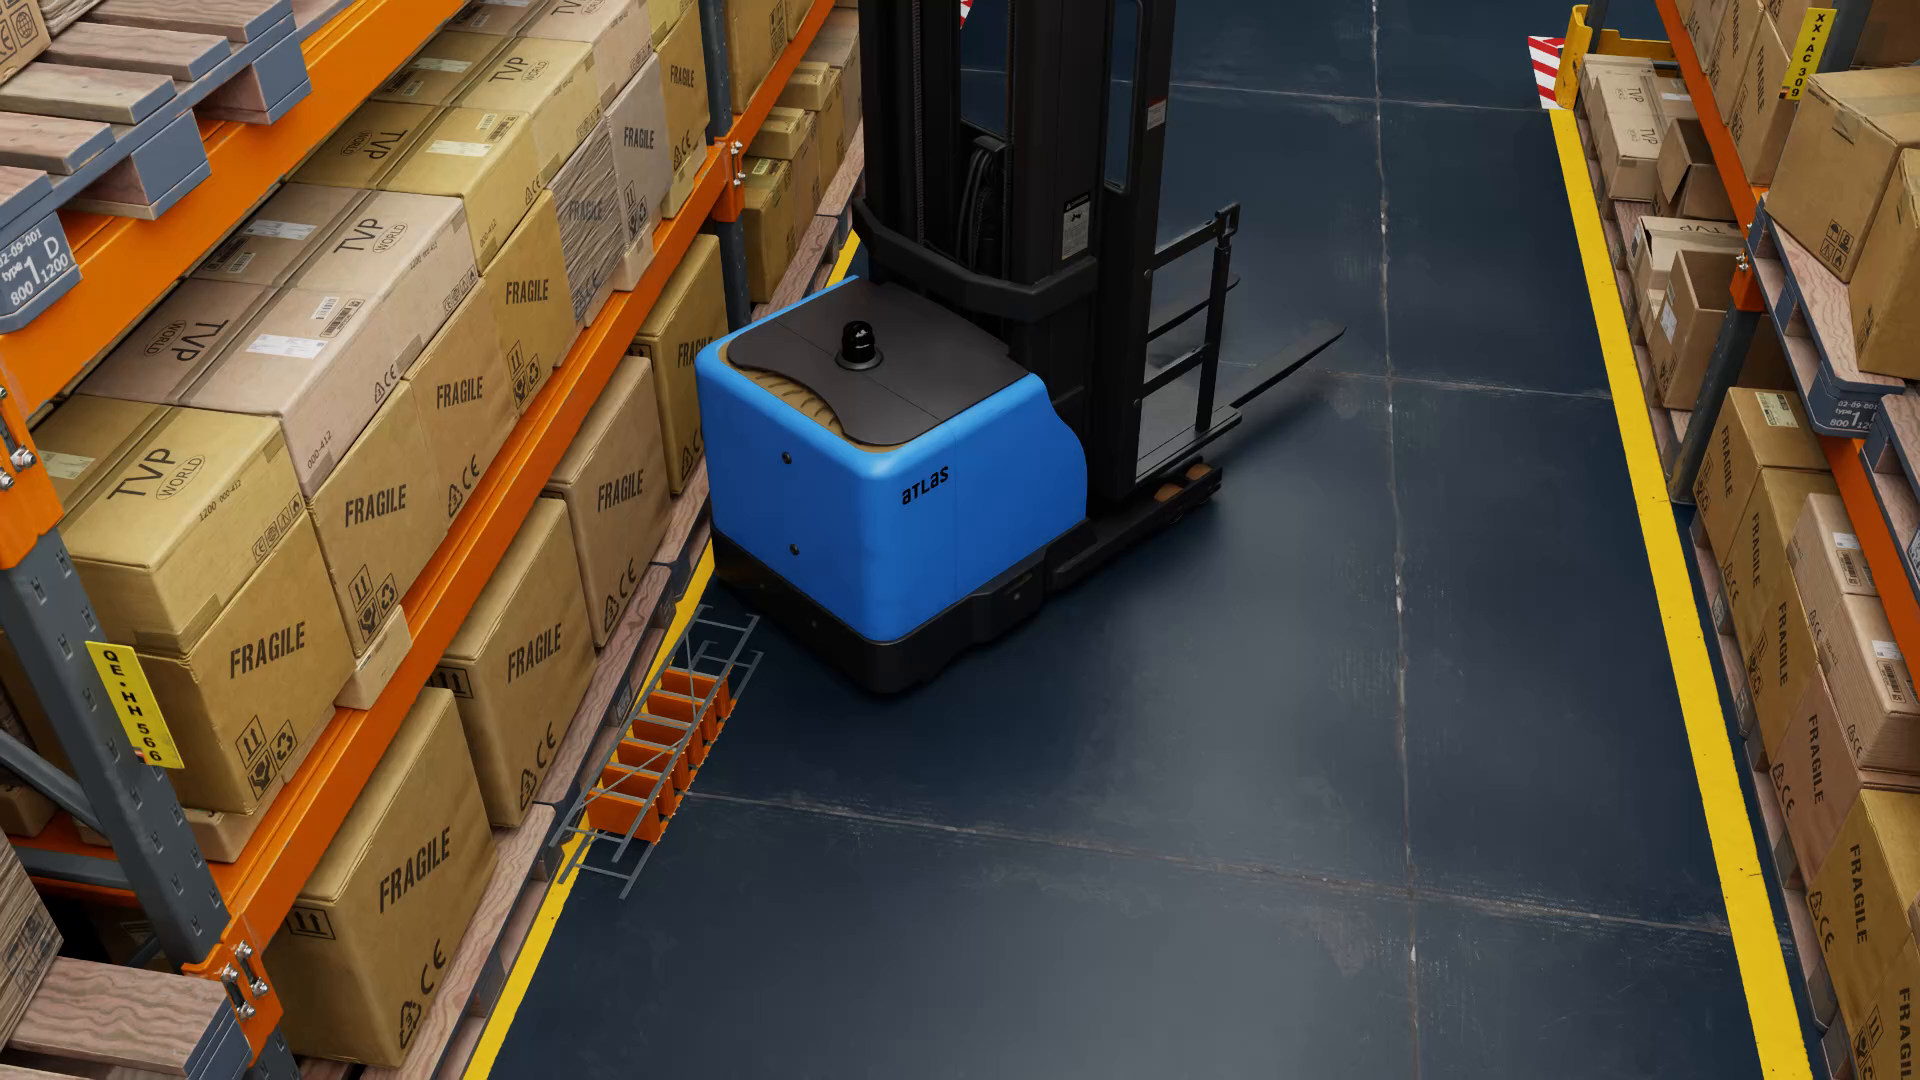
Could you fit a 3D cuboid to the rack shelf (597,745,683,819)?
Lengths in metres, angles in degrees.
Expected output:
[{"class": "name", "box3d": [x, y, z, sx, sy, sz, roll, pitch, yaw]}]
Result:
[{"class": "rack shelf", "box3d": [-1.077, 0.816, 5.611, 0.258, 0.180, 0.103, 11, 41, 13]}]

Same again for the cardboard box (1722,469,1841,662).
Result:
[{"class": "cardboard box", "box3d": [3.060, 0.120, 5.868, 0.500, 0.500, 0.500, 7, 40, 8]}]

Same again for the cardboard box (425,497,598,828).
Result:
[{"class": "cardboard box", "box3d": [-1.693, 0.350, 5.330, 0.750, 0.750, 0.750, 6, 40, 7]}]

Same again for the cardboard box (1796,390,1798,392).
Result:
[{"class": "cardboard box", "box3d": [3.750, -0.660, 6.959, 0.500, 0.311, 0.500, 6, 40, 8]}]

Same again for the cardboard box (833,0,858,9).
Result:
[{"class": "cardboard box", "box3d": [-0.632, -3.078, 9.242, 0.380, 0.149, 0.250, 7, 40, 9]}]

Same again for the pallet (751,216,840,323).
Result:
[{"class": "pallet", "box3d": [-1.206, -1.225, 8.066, 1.003, 0.211, 1.213, 6, 40, 8]}]

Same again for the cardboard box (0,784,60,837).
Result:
[{"class": "cardboard box", "box3d": [-2.303, 0.536, 3.929, 0.380, 0.149, 0.250, 7, 40, 8]}]

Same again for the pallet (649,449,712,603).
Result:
[{"class": "pallet", "box3d": [-1.474, -0.264, 6.903, 1.003, 0.211, 1.213, 6, 40, 8]}]

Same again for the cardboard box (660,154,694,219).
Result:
[{"class": "cardboard box", "box3d": [-1.215, -1.337, 6.195, 0.380, 0.149, 0.250, 7, 40, 8]}]

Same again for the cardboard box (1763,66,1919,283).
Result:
[{"class": "cardboard box", "box3d": [3.162, -1.215, 5.457, 0.700, 0.500, 0.500, -6, 40, -7]}]

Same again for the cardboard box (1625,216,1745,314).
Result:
[{"class": "cardboard box", "box3d": [3.414, -1.280, 7.709, 0.500, 0.311, 0.500, 6, 40, 8]}]

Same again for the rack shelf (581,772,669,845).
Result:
[{"class": "rack shelf", "box3d": [-1.111, 0.890, 5.522, 0.258, 0.180, 0.103, 11, 41, 13]}]

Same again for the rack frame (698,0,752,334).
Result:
[{"class": "rack frame", "box3d": [-1.415, -1.831, 6.610, 1.000, 3.000, 0.127, 6, 40, 8]}]

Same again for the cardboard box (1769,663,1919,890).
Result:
[{"class": "cardboard box", "box3d": [2.878, 0.750, 5.106, 0.500, 0.500, 0.500, 5, 40, 6]}]

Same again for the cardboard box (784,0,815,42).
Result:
[{"class": "cardboard box", "box3d": [-1.173, -2.743, 7.478, 0.980, 0.700, 0.700, 5, 40, 7]}]

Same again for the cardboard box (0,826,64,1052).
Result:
[{"class": "cardboard box", "box3d": [-2.179, 0.768, 3.044, 0.700, 0.500, 0.500, 2, 40, 2]}]

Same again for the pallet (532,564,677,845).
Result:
[{"class": "pallet", "box3d": [-1.683, 0.504, 5.974, 1.003, 0.211, 1.213, 6, 40, 8]}]

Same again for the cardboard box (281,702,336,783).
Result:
[{"class": "cardboard box", "box3d": [-1.770, 0.430, 4.057, 0.380, 0.149, 0.250, 7, 40, 8]}]

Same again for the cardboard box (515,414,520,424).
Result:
[{"class": "cardboard box", "box3d": [-1.567, -0.376, 5.033, 0.380, 0.149, 0.250, 7, 40, 8]}]

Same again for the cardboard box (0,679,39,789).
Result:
[{"class": "cardboard box", "box3d": [-2.285, 0.193, 3.835, 0.500, 0.500, 0.500, 7, 40, 8]}]

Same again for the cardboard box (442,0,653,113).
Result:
[{"class": "cardboard box", "box3d": [-1.342, -1.640, 5.463, 0.500, 0.250, 0.500, 7, 40, 9]}]

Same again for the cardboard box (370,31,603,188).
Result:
[{"class": "cardboard box", "box3d": [-1.430, -1.319, 5.076, 0.500, 0.250, 0.500, 7, 40, 9]}]

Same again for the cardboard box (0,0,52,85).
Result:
[{"class": "cardboard box", "box3d": [-2.081, -0.990, 2.815, 0.700, 0.500, 0.500, 3, 40, 4]}]

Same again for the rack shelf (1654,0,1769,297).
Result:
[{"class": "rack shelf", "box3d": [3.811, -2.265, 7.700, 1.077, 0.370, 4.000, 6, 40, 8]}]

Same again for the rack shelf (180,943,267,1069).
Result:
[{"class": "rack shelf", "box3d": [-2.453, 2.212, 2.285, 1.077, 0.370, 4.000, 6, 40, 8]}]

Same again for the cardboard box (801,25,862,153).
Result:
[{"class": "cardboard box", "box3d": [-0.918, -2.460, 9.003, 0.700, 0.500, 0.500, 5, 40, 6]}]

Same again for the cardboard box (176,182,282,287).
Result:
[{"class": "cardboard box", "box3d": [-2.099, -0.730, 4.363, 0.500, 0.250, 0.500, 5, 40, 7]}]

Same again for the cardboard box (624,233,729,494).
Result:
[{"class": "cardboard box", "box3d": [-1.399, -0.742, 6.651, 0.750, 0.750, 0.750, 7, 40, 8]}]

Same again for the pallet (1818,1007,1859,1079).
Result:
[{"class": "pallet", "box3d": [2.939, 1.834, 4.366, 1.003, 0.211, 1.213, 6, 40, 8]}]

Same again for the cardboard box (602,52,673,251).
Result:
[{"class": "cardboard box", "box3d": [-1.325, -1.353, 5.705, 0.500, 0.500, 0.500, 7, 40, 8]}]

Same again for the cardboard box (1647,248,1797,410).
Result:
[{"class": "cardboard box", "box3d": [3.284, -0.882, 7.079, 0.500, 0.500, 0.500, 6, 40, 8]}]

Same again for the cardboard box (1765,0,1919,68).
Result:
[{"class": "cardboard box", "box3d": [3.297, -2.057, 6.020, 0.500, 0.500, 0.500, 7, 40, 8]}]

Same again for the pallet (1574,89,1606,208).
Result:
[{"class": "pallet", "box3d": [4.007, -2.174, 9.214, 1.003, 0.211, 1.213, 6, 40, 8]}]

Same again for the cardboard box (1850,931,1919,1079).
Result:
[{"class": "cardboard box", "box3d": [2.703, 1.404, 4.314, 0.500, 0.500, 0.500, 8, 40, 9]}]

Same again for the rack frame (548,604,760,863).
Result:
[{"class": "rack frame", "box3d": [-1.021, 0.626, 5.697, 0.240, 0.006, 1.200, 11, 41, 13]}]

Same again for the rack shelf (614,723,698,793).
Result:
[{"class": "rack shelf", "box3d": [-1.043, 0.743, 5.699, 0.258, 0.180, 0.103, 11, 41, 13]}]

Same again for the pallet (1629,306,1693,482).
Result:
[{"class": "pallet", "box3d": [3.584, -0.643, 7.362, 1.003, 0.211, 1.213, 6, 40, 8]}]

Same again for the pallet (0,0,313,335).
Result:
[{"class": "pallet", "box3d": [-2.048, -0.814, 3.174, 1.213, 0.211, 1.003, 8, 40, 10]}]

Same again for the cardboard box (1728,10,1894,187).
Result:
[{"class": "cardboard box", "box3d": [3.298, -1.667, 6.334, 0.500, 0.500, 0.500, 7, 40, 8]}]

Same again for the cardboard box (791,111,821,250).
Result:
[{"class": "cardboard box", "box3d": [-1.094, -1.802, 8.208, 0.700, 0.500, 0.500, 6, 40, 7]}]

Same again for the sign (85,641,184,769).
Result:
[{"class": "sign", "box3d": [-1.571, 0.318, 3.165, 0.100, 0.325, 0.005, 6, 40, 8]}]

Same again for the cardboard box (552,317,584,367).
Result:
[{"class": "cardboard box", "box3d": [-1.458, -0.706, 5.431, 0.380, 0.149, 0.250, 5, 40, 6]}]

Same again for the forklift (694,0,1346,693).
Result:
[{"class": "forklift", "box3d": [0.447, -1.408, 6.153, 3.031, 2.935, 1.130, -32, 49, -33]}]

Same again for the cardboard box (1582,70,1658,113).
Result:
[{"class": "cardboard box", "box3d": [3.703, -2.493, 9.290, 0.380, 0.166, 0.250, 6, 40, 8]}]

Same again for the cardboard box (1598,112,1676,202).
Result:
[{"class": "cardboard box", "box3d": [3.610, -1.970, 8.591, 0.500, 0.250, 0.500, 6, 40, 8]}]

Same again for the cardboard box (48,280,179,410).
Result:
[{"class": "cardboard box", "box3d": [-2.191, -0.408, 3.974, 0.500, 0.250, 0.500, 5, 40, 6]}]

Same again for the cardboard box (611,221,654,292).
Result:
[{"class": "cardboard box", "box3d": [-1.292, -1.007, 5.796, 0.380, 0.149, 0.250, 6, 40, 8]}]

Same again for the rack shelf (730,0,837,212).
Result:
[{"class": "rack shelf", "box3d": [-1.069, -2.809, 8.358, 1.077, 0.370, 4.000, 6, 40, 8]}]

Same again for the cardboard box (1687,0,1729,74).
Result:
[{"class": "cardboard box", "box3d": [3.473, -2.314, 7.116, 0.500, 0.500, 0.500, 7, 40, 9]}]

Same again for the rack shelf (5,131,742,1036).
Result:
[{"class": "rack shelf", "box3d": [-1.761, -0.298, 5.321, 1.077, 0.370, 4.000, 6, 40, 8]}]

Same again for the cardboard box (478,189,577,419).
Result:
[{"class": "cardboard box", "box3d": [-1.502, -0.725, 4.945, 0.500, 0.500, 0.500, 7, 40, 9]}]

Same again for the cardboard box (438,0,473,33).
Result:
[{"class": "cardboard box", "box3d": [-1.835, -1.692, 5.526, 0.500, 0.250, 0.500, 7, 40, 8]}]

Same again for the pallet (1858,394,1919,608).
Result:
[{"class": "pallet", "box3d": [3.104, 0.076, 4.454, 1.003, 0.211, 1.213, 6, 40, 8]}]

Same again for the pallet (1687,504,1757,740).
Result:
[{"class": "pallet", "box3d": [3.361, 0.302, 6.219, 1.003, 0.211, 1.213, 6, 40, 8]}]

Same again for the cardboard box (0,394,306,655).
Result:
[{"class": "cardboard box", "box3d": [-1.770, -0.045, 3.534, 0.500, 0.250, 0.500, 7, 40, 9]}]

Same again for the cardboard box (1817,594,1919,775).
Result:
[{"class": "cardboard box", "box3d": [2.882, 0.437, 4.895, 0.500, 0.250, 0.500, 6, 40, 7]}]

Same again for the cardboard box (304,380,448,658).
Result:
[{"class": "cardboard box", "box3d": [-1.671, -0.086, 4.172, 0.500, 0.500, 0.500, 8, 40, 9]}]

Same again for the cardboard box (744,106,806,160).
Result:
[{"class": "cardboard box", "box3d": [-0.946, -1.932, 7.856, 0.380, 0.149, 0.250, 8, 40, 9]}]

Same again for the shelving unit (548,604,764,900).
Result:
[{"class": "shelving unit", "box3d": [-1.021, 0.697, 5.755, 0.258, 0.189, 1.200, 11, 41, 13]}]
